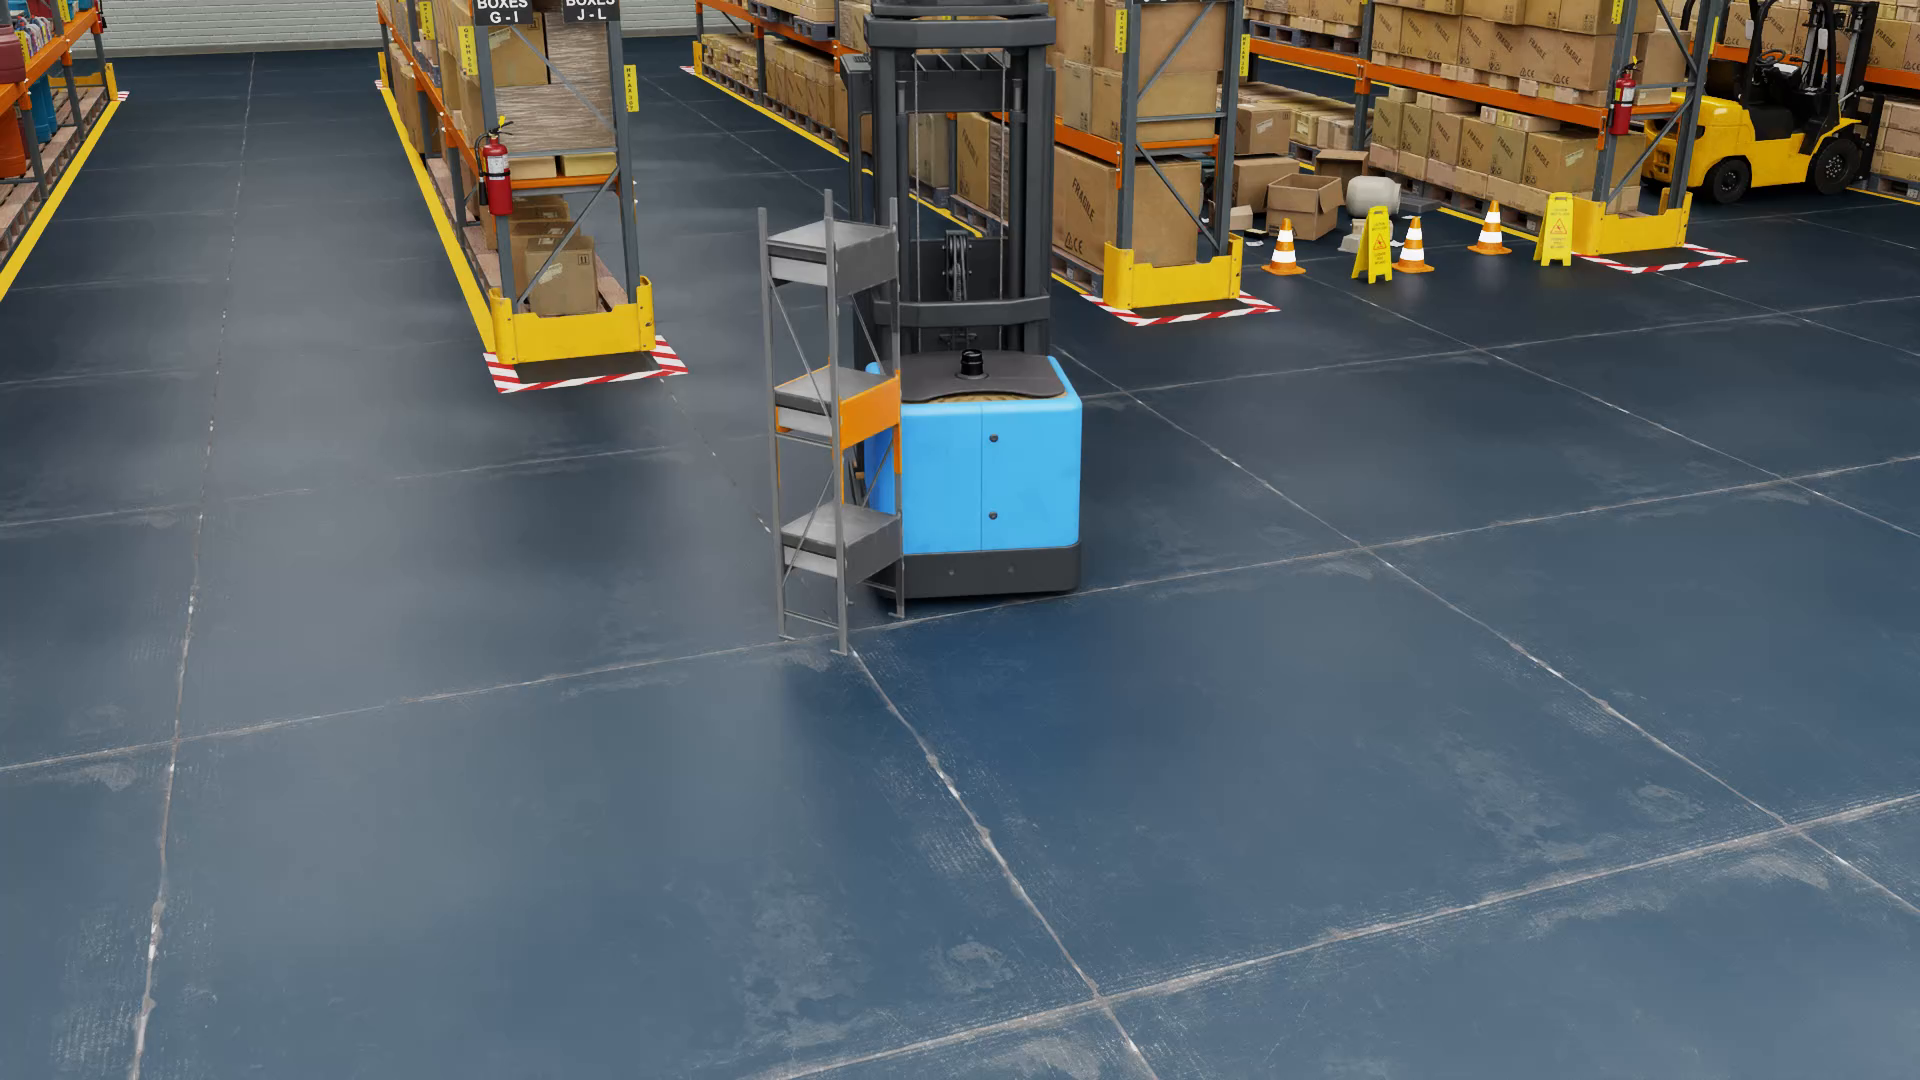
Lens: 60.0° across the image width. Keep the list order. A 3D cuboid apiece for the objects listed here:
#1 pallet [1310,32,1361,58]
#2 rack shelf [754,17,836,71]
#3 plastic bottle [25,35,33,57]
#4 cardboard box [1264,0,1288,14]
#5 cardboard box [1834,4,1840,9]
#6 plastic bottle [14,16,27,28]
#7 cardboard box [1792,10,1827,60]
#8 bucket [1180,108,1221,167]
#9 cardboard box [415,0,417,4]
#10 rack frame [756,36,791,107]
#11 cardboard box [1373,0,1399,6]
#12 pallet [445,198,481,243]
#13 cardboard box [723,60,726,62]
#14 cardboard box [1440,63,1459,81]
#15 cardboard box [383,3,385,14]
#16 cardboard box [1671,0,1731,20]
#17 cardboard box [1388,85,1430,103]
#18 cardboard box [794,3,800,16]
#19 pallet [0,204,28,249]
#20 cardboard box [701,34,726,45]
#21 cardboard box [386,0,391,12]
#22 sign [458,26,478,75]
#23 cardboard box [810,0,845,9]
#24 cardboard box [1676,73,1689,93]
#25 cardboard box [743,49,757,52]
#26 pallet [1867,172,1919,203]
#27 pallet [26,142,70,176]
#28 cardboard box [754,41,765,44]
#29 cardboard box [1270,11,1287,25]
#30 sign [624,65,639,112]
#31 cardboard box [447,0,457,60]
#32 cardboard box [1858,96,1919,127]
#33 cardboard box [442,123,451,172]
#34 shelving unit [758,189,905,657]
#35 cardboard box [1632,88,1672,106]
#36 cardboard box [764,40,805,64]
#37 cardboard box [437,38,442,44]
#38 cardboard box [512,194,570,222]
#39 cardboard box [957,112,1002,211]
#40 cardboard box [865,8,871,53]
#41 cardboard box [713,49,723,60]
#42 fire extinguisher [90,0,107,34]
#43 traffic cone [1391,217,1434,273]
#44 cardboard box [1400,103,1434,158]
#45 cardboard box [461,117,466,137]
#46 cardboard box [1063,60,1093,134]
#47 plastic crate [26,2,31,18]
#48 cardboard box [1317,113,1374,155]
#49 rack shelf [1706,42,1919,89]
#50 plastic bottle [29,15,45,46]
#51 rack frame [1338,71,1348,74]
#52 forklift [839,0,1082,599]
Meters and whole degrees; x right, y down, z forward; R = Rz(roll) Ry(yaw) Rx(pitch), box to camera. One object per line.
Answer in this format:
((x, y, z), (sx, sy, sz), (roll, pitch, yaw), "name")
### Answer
((4.832, -5.813, 19.427), (1.003, 0.211, 1.213), (-8, 24, -19), "pallet")
((-1.748, -6.737, 22.298), (1.077, 0.370, 4.000), (-8, 24, -19), "rack shelf")
((-10.625, -5.626, 18.902), (0.097, 0.271, 0.097), (0, 23, 0), "plastic bottle")
((4.050, -6.676, 20.174), (0.500, 0.500, 0.500), (-9, 25, -21), "cardboard box")
((9.900, -6.010, 18.684), (0.380, 0.149, 0.250), (-9, 25, -21), "cardboard box")
((-11.203, -6.073, 19.860), (0.144, 0.351, 0.185), (-8, 24, -19), "plastic bottle")
((9.901, -5.765, 18.936), (0.500, 0.500, 0.500), (-9, 24, -20), "cardboard box")
((2.576, -4.347, 17.959), (0.726, 0.611, 0.620), (0, 13, -1), "bucket")
((-6.189, -6.711, 19.890), (0.797, 0.503, 0.637), (-8, 24, -18), "cardboard box")
((-2.455, -7.795, 23.882), (1.000, 3.000, 0.127), (-8, 24, -19), "rack frame")
((4.919, -6.058, 17.963), (0.700, 0.500, 0.500), (-9, 24, -20), "cardboard box")
((-4.581, -3.242, 16.670), (1.003, 0.211, 1.213), (-8, 24, -19), "pallet")
((-3.552, -7.533, 26.391), (0.380, 0.149, 0.250), (-8, 24, -19), "cardboard box")
((5.221, -4.864, 17.251), (0.380, 0.149, 0.250), (-8, 24, -19), "cardboard box")
((-7.999, -7.568, 23.667), (0.380, 0.149, 0.250), (-9, 24, -20), "cardboard box")
((9.196, -6.591, 20.575), (0.500, 0.250, 0.500), (-9, 24, -20), "cardboard box")
((4.910, -4.870, 18.141), (0.380, 0.149, 0.250), (-8, 24, -18), "cardboard box")
((-1.908, -6.810, 21.329), (0.380, 0.149, 0.250), (-9, 24, -20), "cardboard box")
((-9.687, -3.004, 16.105), (1.003, 0.211, 1.213), (-8, 24, -19), "pallet")
((-4.001, -8.165, 27.125), (0.380, 0.149, 0.250), (-10, 25, -21), "cardboard box")
((-7.532, -7.343, 22.621), (0.500, 0.250, 0.500), (-9, 24, -20), "cardboard box")
((-3.418, -3.401, 11.560), (0.100, 0.325, 0.005), (-8, 24, -19), "sign")
((-1.642, -6.673, 20.621), (0.380, 0.149, 0.250), (-8, 24, -18), "cardboard box")
((9.414, -5.574, 21.129), (0.875, 0.625, 0.625), (-7, 24, -17), "cardboard box")
((-3.065, -7.324, 25.129), (0.380, 0.149, 0.250), (-8, 24, -17), "cardboard box")
((10.712, -3.820, 18.042), (1.003, 0.211, 1.213), (-8, 24, -19), "pallet")
((-11.096, -4.456, 19.551), (1.003, 0.211, 1.213), (-8, 24, -19), "pallet")
((-3.030, -7.765, 26.175), (0.380, 0.149, 0.250), (-9, 25, -21), "cardboard box")
((4.020, -6.398, 20.350), (0.380, 0.149, 0.250), (-8, 24, -17), "cardboard box")
((-2.384, -3.264, 12.018), (0.100, 0.325, 0.005), (-8, 24, -19), "sign")
((-3.842, -4.146, 13.427), (0.500, 0.500, 0.500), (-8, 24, -19), "cardboard box")
((10.194, -4.711, 18.278), (0.500, 0.250, 0.500), (-8, 24, -18), "cardboard box")
((-5.255, -4.308, 18.261), (0.700, 0.500, 0.500), (-10, 25, -23), "cardboard box")
((-0.583, -0.533, 7.810), (0.431, 2.100, 0.503), (14, 27, 29), "shelving unit")
((6.453, -4.187, 15.645), (0.380, 0.149, 0.250), (-8, 24, -19), "cardboard box")
((-2.441, -6.877, 23.417), (0.500, 0.250, 0.500), (-9, 25, -21), "cardboard box")
((-4.204, -4.255, 14.973), (0.875, 0.500, 0.500), (-8, 24, -19), "cardboard box")
((-3.699, -2.713, 14.503), (0.500, 0.500, 0.500), (-11, 25, -24), "cardboard box")
((0.528, -3.864, 16.751), (0.875, 0.875, 0.875), (-8, 24, -18), "cardboard box")
((-0.776, -5.820, 19.067), (0.500, 0.500, 0.500), (-8, 24, -19), "cardboard box")
((-3.721, -7.747, 26.516), (0.380, 0.149, 0.250), (-8, 24, -17), "cardboard box")
((-12.806, -7.835, 24.556), (0.296, 0.674, 0.183), (-8, 24, -19), "fire extinguisher")
((4.102, -2.685, 15.025), (0.336, 0.463, 0.334), (-8, 24, -19), "traffic cone")
((5.122, -4.432, 17.936), (0.500, 0.500, 0.500), (-7, 24, -17), "cardboard box")
((-3.968, -3.466, 13.935), (0.380, 0.149, 0.250), (-8, 24, -19), "cardboard box")
((1.396, -3.829, 14.280), (0.875, 0.550, 0.550), (-8, 24, -19), "cardboard box")
((-12.132, -7.025, 22.130), (0.437, 0.282, 0.530), (-8, 24, -19), "plastic crate")
((4.779, -4.777, 19.564), (0.950, 0.372, 0.625), (-8, 24, -18), "cardboard box")
((10.315, -5.228, 18.718), (1.077, 0.370, 4.000), (-8, 24, -19), "rack shelf")
((-11.068, -6.093, 19.906), (0.144, 0.351, 0.185), (-8, 24, -19), "plastic bottle")
((6.782, -9.193, 27.200), (1.000, 3.000, 0.127), (-8, 24, -19), "rack frame")
((-0.075, -1.591, 9.250), (1.130, 2.935, 3.031), (-3, 23, -6), "forklift")
